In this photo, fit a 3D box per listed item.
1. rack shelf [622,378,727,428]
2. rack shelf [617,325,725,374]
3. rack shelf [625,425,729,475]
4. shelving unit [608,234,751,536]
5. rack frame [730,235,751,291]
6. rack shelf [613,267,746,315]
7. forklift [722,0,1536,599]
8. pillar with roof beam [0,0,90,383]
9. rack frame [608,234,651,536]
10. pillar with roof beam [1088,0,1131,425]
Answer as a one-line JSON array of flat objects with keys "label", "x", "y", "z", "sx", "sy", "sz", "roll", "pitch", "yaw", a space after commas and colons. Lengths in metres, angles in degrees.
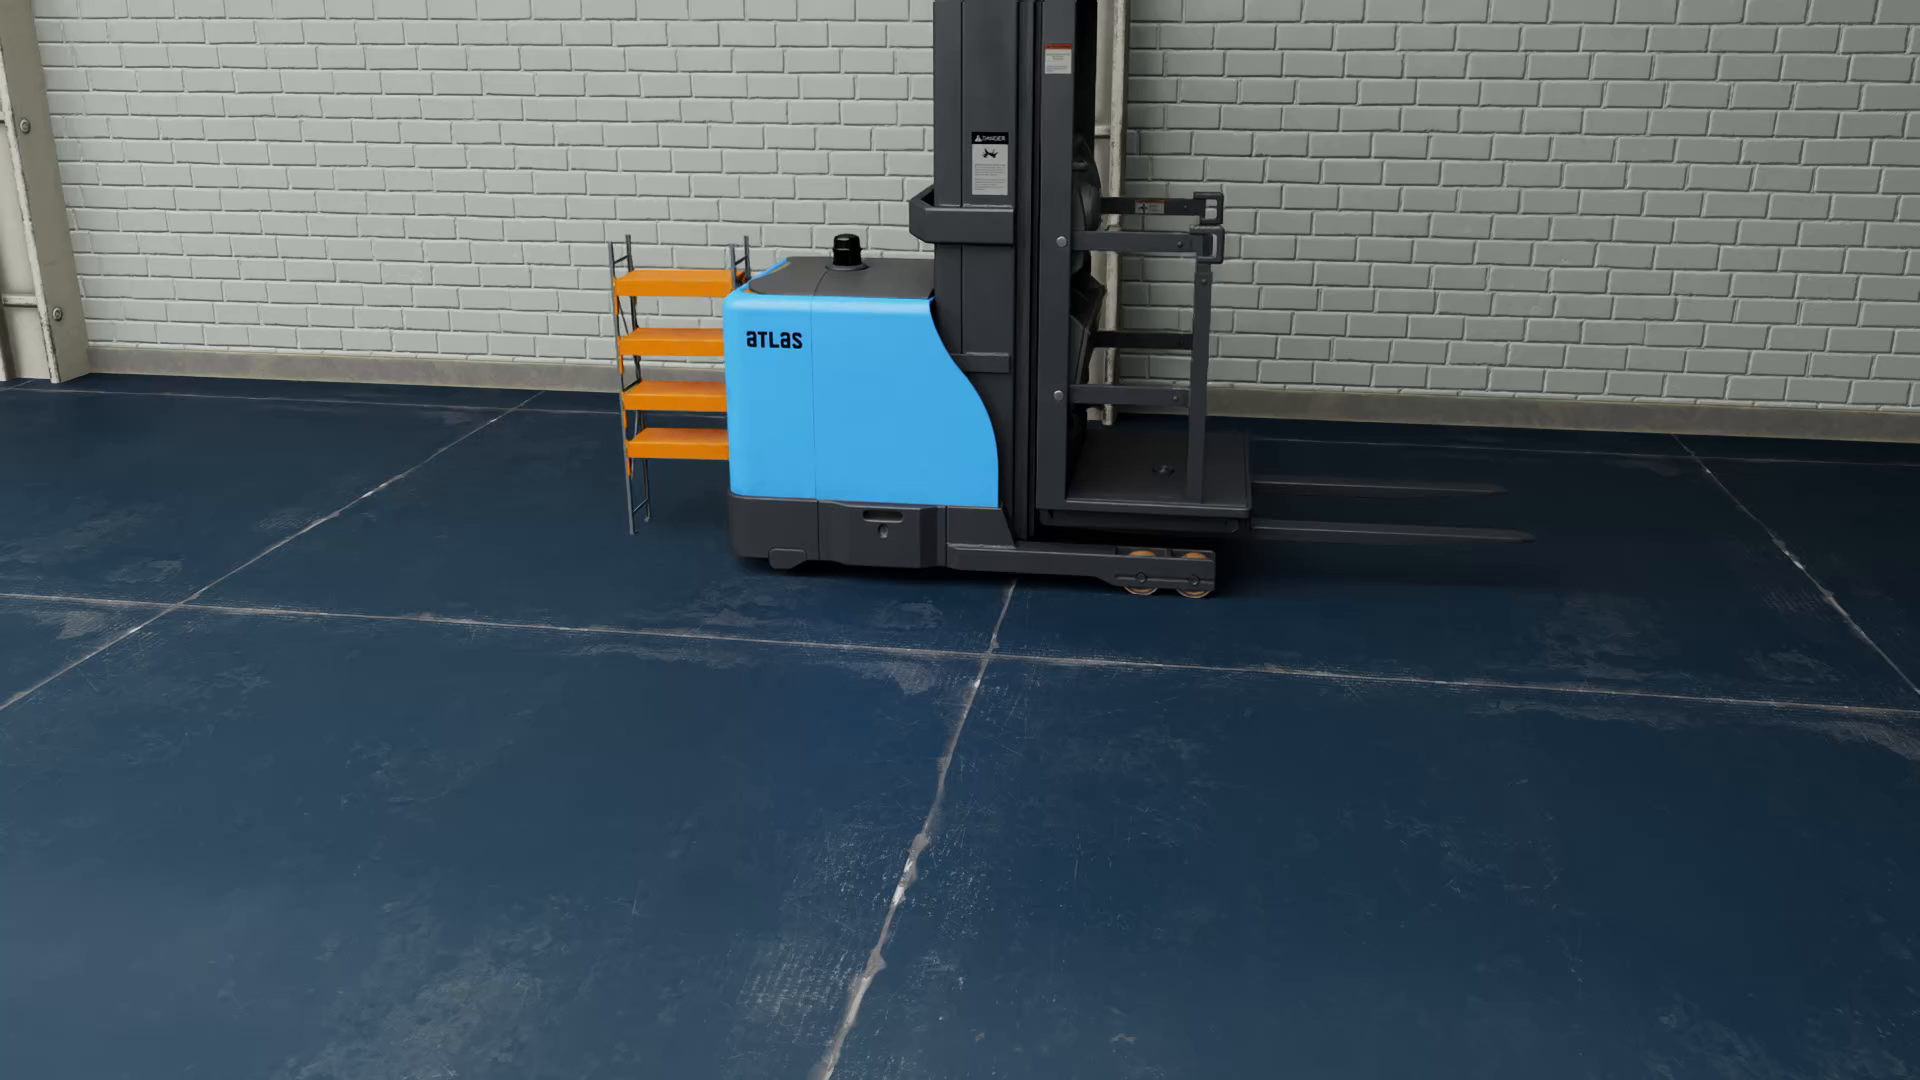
[{"label": "rack shelf", "x": -1.102, "y": -0.554, "z": 6.772, "sx": 0.480, "sy": 0.148, "sz": 0.258, "roll": 2, "pitch": 19, "yaw": 7}, {"label": "rack shelf", "x": -1.104, "y": -0.767, "z": 6.701, "sx": 0.480, "sy": 0.148, "sz": 0.258, "roll": 2, "pitch": 19, "yaw": 7}, {"label": "rack shelf", "x": -1.099, "y": -0.366, "z": 6.834, "sx": 0.480, "sy": 0.148, "sz": 0.258, "roll": 2, "pitch": 19, "yaw": 7}, {"label": "shelving unit", "x": -1.102, "y": -0.618, "z": 6.750, "sx": 0.503, "sy": 1.200, "sz": 0.258, "roll": 2, "pitch": 19, "yaw": 7}, {"label": "rack frame", "x": -0.860, "y": -0.611, "z": 6.720, "sx": 0.015, "sy": 1.200, "sz": 0.240, "roll": 2, "pitch": 19, "yaw": 7}, {"label": "rack shelf", "x": -1.107, "y": -0.991, "z": 6.626, "sx": 0.480, "sy": 0.148, "sz": 0.258, "roll": 2, "pitch": 19, "yaw": 7}, {"label": "forklift", "x": 0.665, "y": -1.354, "z": 6.231, "sx": 3.031, "sy": 2.935, "sz": 1.130, "roll": 3, "pitch": 19, "yaw": 8}, {"label": "pillar with roof beam", "x": -5.986, "y": -3.871, "z": 4.189, "sx": 0.400, "sy": 9.000, "sz": 9.100, "roll": 3, "pitch": 19, "yaw": 9}, {"label": "rack frame", "x": -1.344, "y": -0.626, "z": 6.781, "sx": 0.015, "sy": 1.200, "sz": 0.240, "roll": 2, "pitch": 19, "yaw": 7}, {"label": "pillar with roof beam", "x": -0.062, "y": -3.569, "z": 3.287, "sx": 0.400, "sy": 9.000, "sz": 9.100, "roll": 3, "pitch": 19, "yaw": 9}]
